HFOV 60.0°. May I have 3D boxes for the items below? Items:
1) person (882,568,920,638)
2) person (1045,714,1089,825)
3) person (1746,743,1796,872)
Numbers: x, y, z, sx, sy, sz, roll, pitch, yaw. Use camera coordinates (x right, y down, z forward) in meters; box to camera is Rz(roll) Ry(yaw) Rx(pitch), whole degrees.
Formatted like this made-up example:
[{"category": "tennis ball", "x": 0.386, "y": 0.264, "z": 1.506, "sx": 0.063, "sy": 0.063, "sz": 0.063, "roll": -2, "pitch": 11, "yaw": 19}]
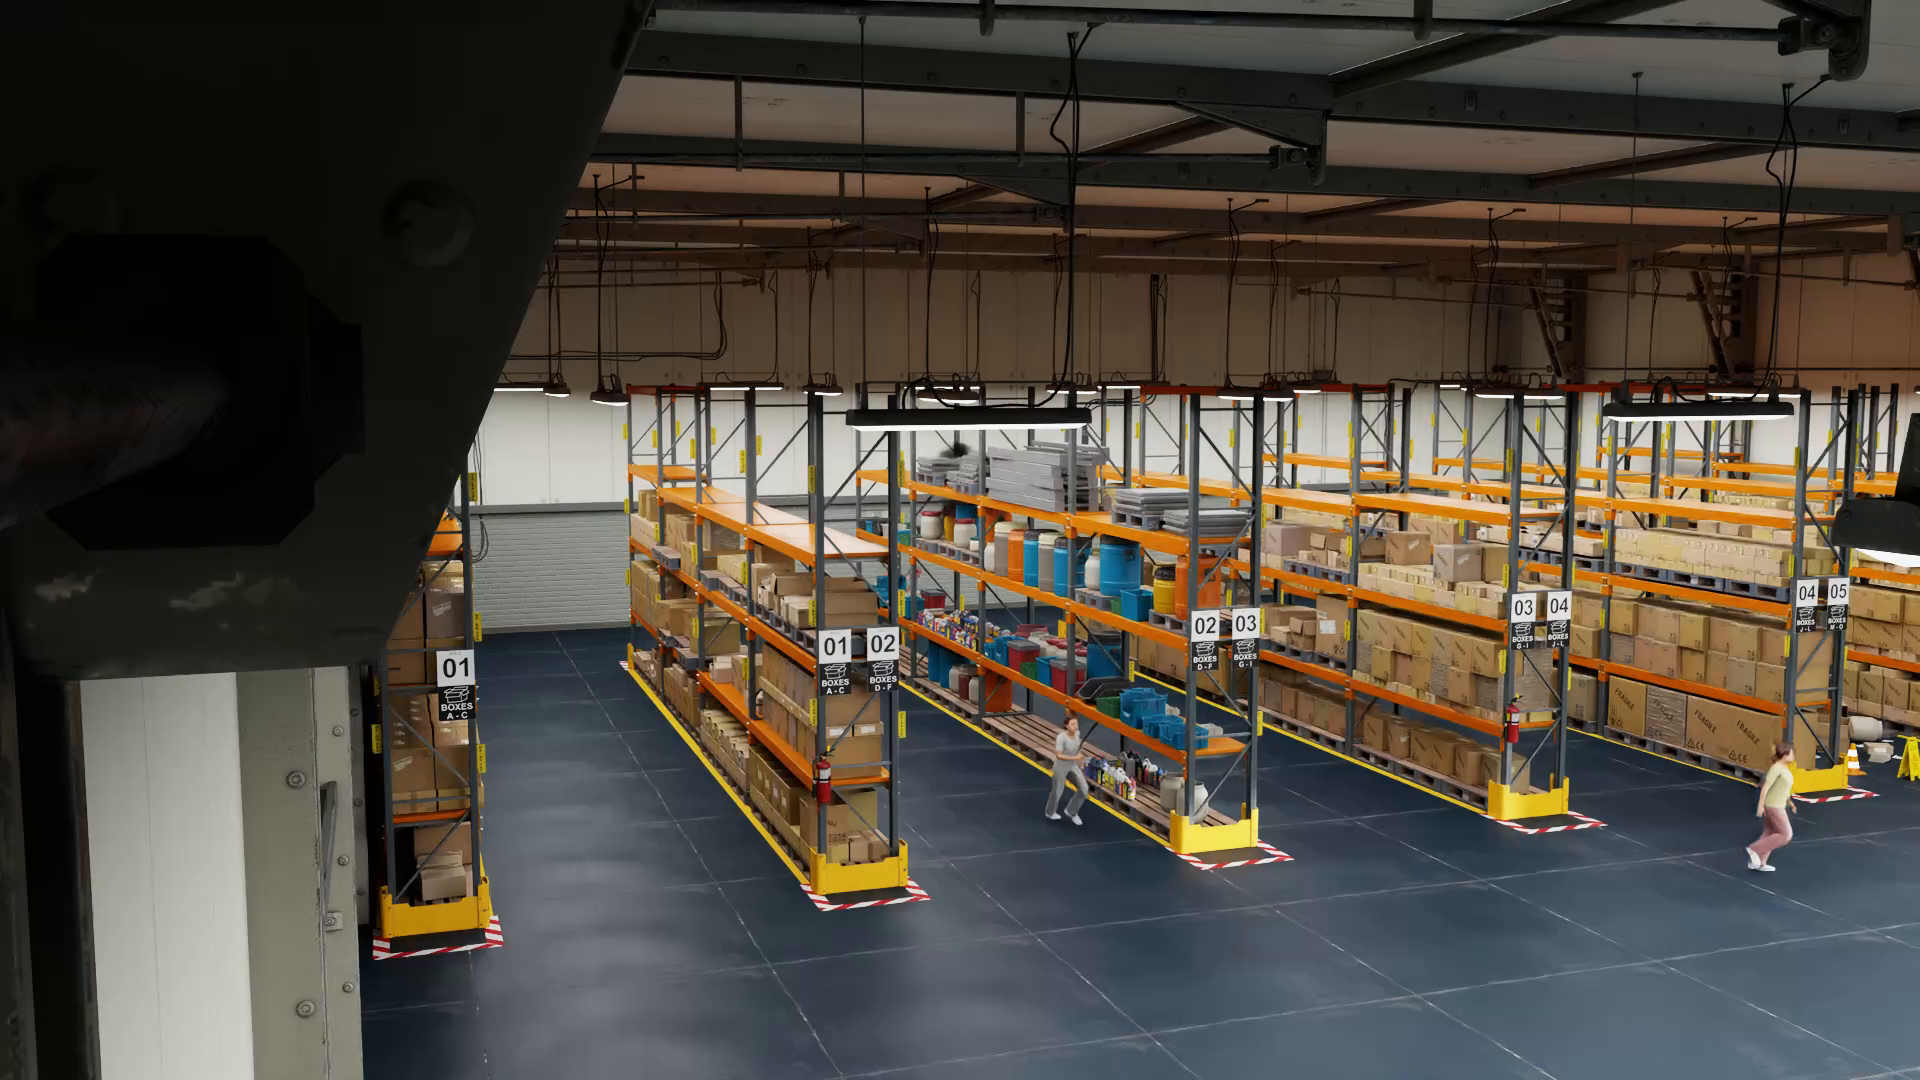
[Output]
[{"category": "person", "x": -1.394, "y": 1.494, "z": 39.012, "sx": 1.001, "sy": 1.721, "sz": 0.714, "roll": 0, "pitch": 6, "yaw": -4}, {"category": "person", "x": 1.488, "y": 3.164, "z": 22.986, "sx": 0.562, "sy": 1.592, "sz": 0.924, "roll": -3, "pitch": 7, "yaw": -30}, {"category": "person", "x": 10.219, "y": 3.359, "z": 20.922, "sx": 0.515, "sy": 1.641, "sz": 0.577, "roll": 4, "pitch": 7, "yaw": 33}]
